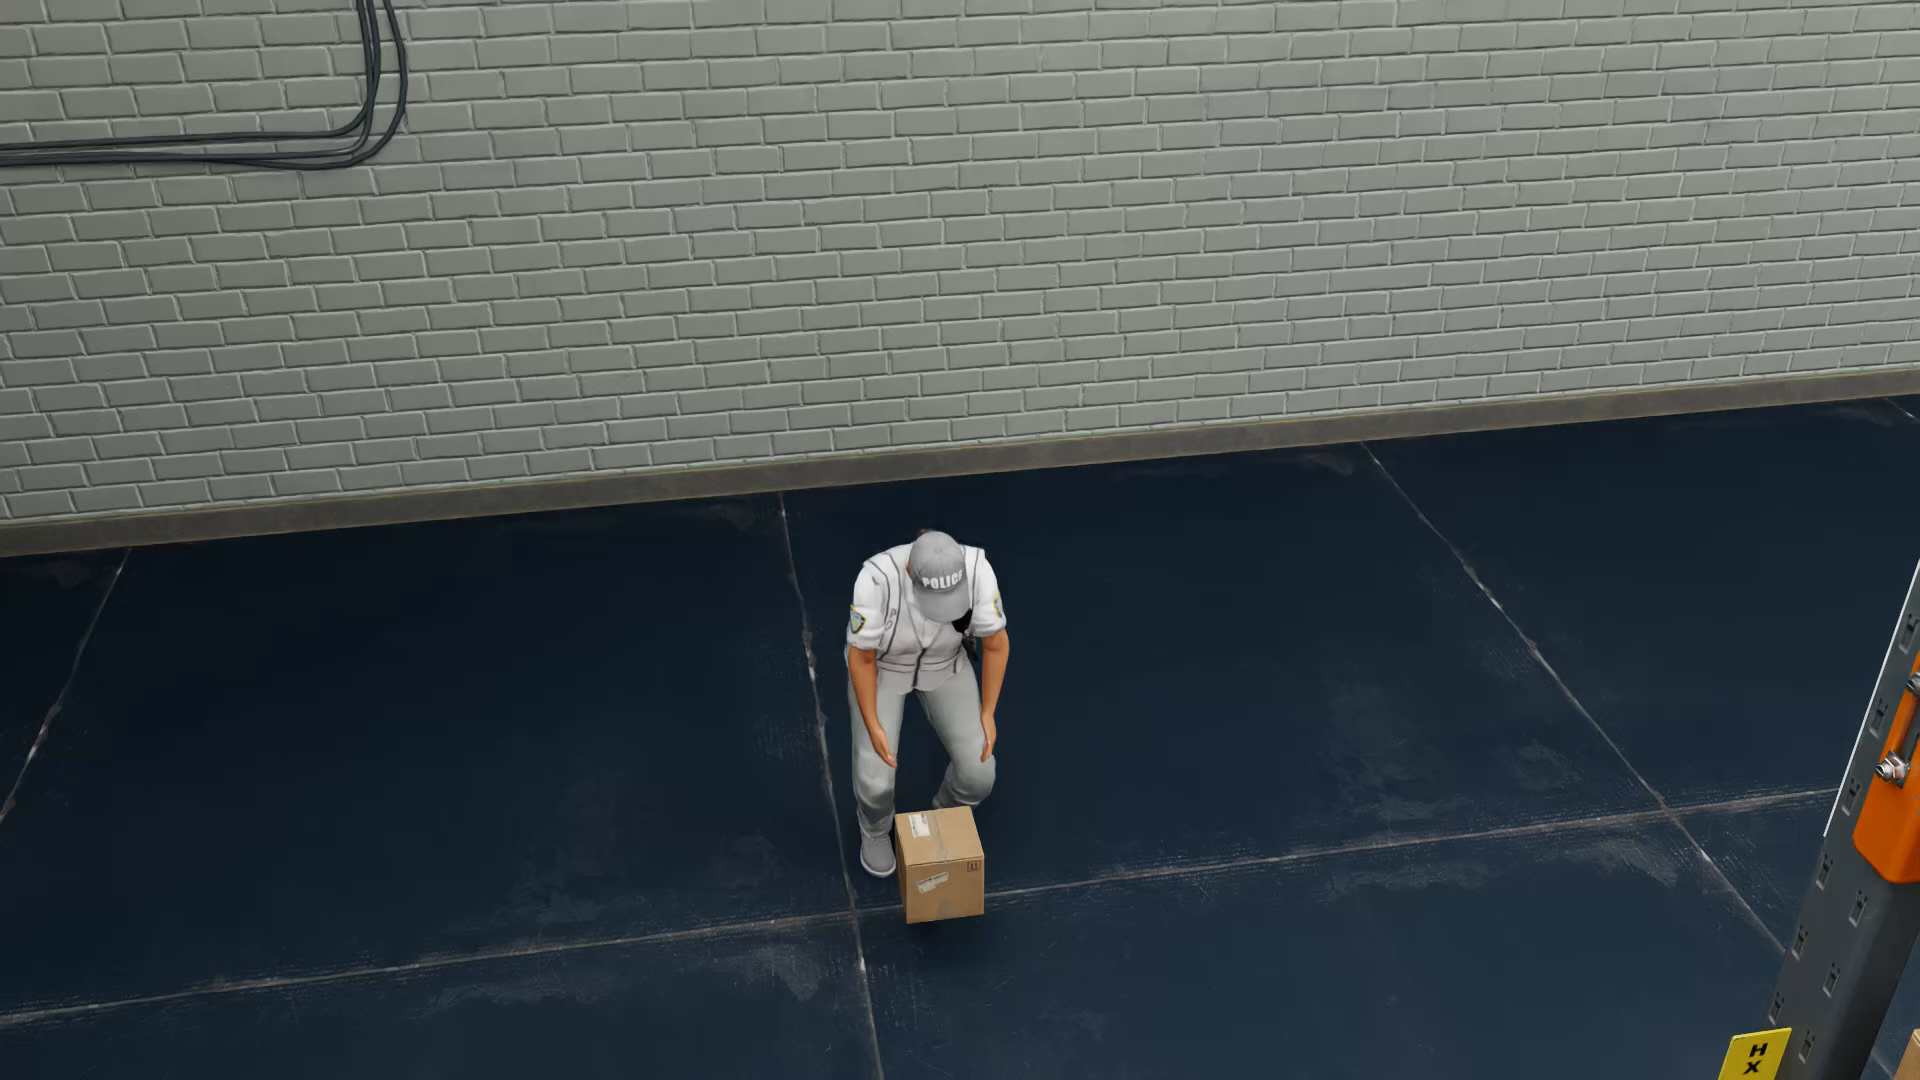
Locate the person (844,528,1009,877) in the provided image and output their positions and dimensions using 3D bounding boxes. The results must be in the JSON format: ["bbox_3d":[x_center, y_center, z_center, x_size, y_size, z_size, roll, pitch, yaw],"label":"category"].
[{"bbox_3d":[-0.112,0.497,5.538,0.533,1.432,0.691,-5,31,-8],"label":"person"}]
